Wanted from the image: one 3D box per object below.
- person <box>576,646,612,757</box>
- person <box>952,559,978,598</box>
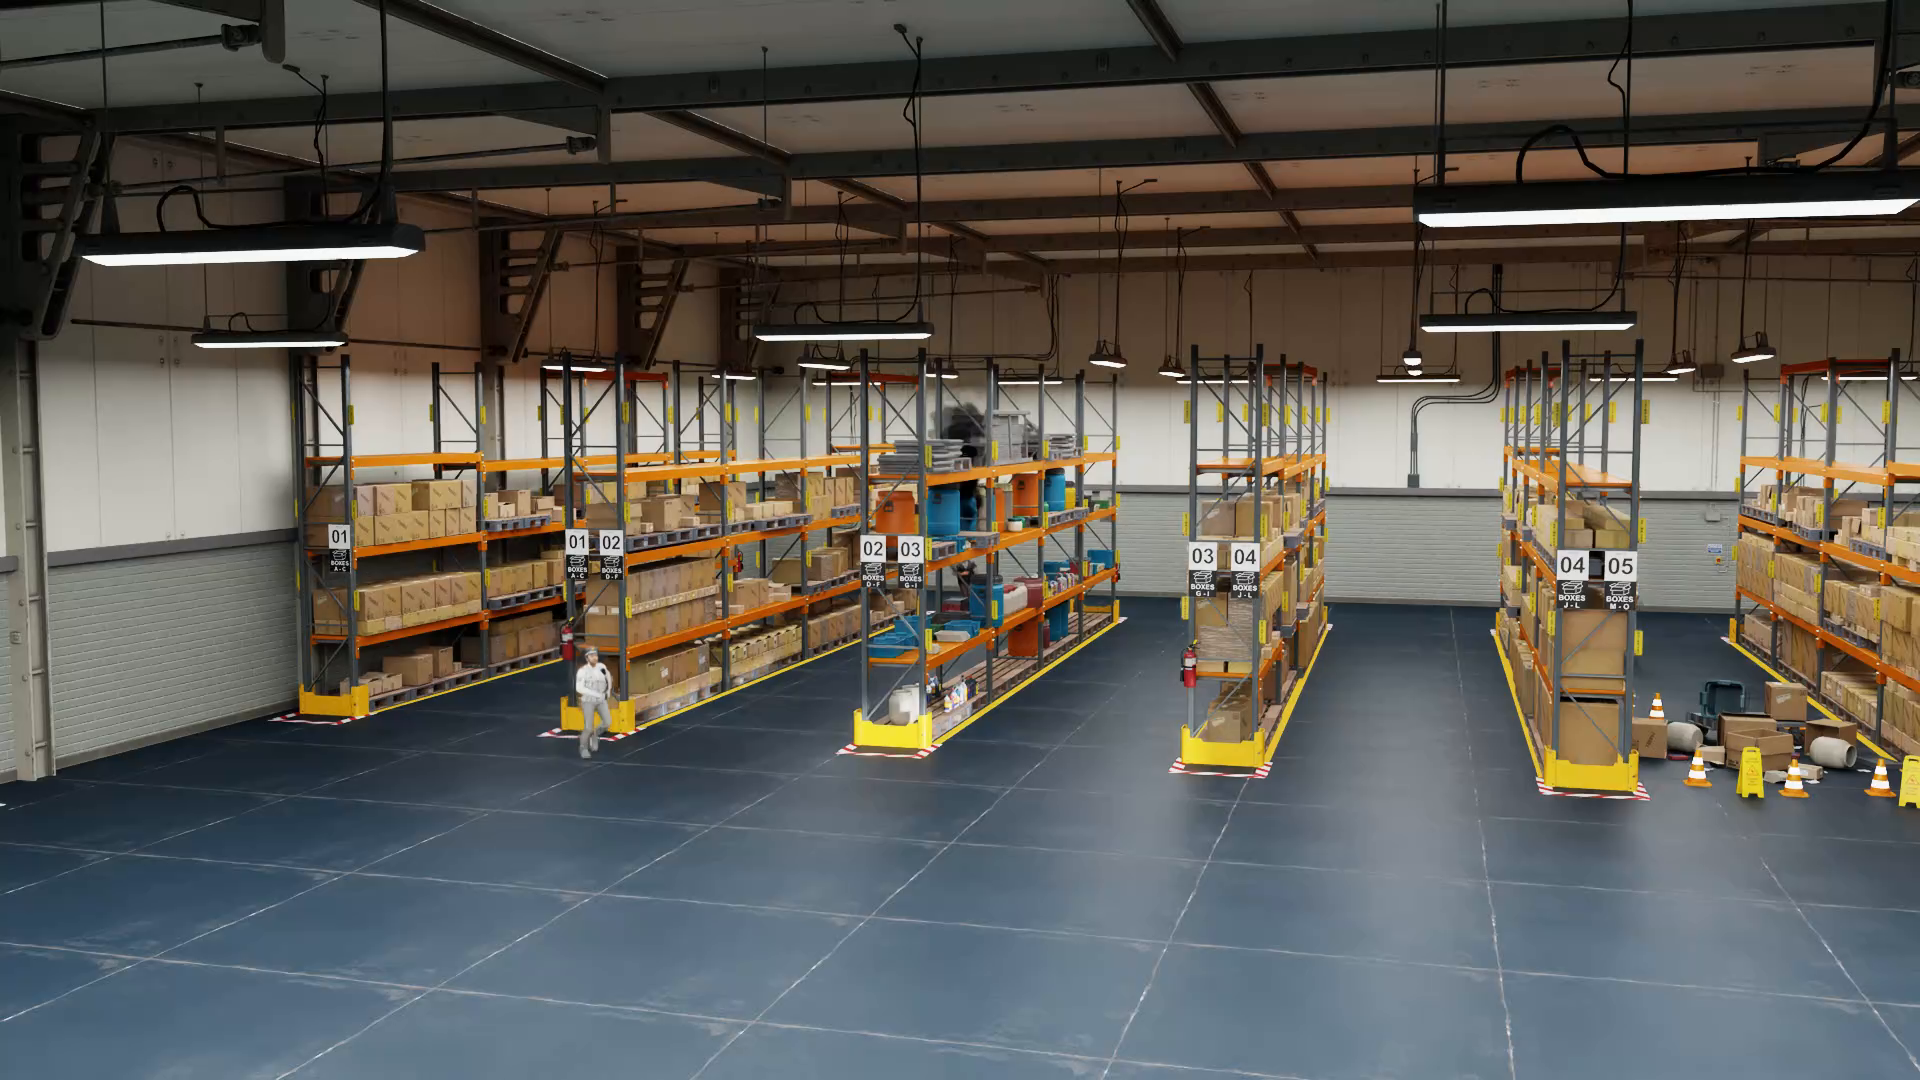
[{"bbox_3d":[-5.307,2.355,24.244,0.640,1.649,0.715,-3,5,-38],"label":"person"},{"bbox_3d":[0.125,1.088,40.807,0.659,1.720,0.856,0,4,-5],"label":"person"}]
